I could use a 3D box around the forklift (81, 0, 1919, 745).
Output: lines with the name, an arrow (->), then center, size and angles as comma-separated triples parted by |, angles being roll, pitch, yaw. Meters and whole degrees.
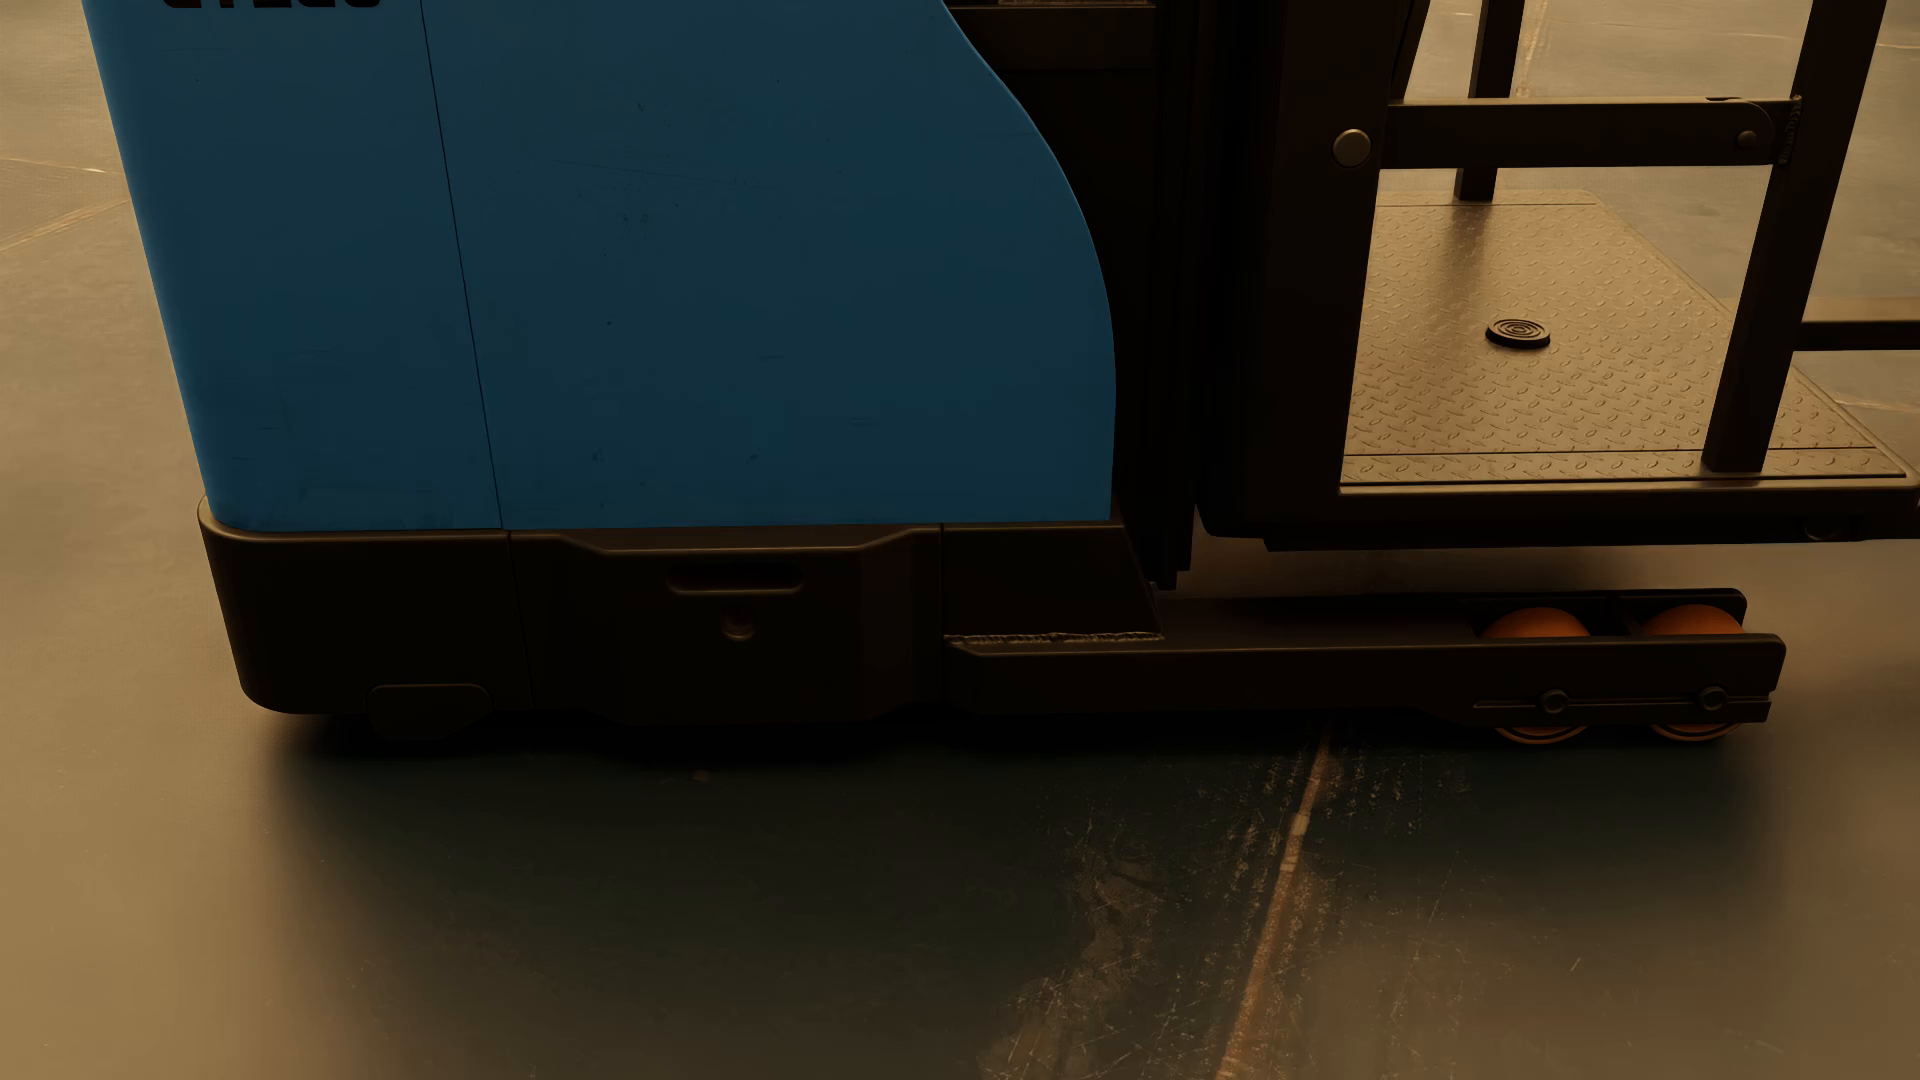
forklift -> 0.608, -1.285, 1.795 | 3.031, 2.935, 1.130 | -1, 30, -2
